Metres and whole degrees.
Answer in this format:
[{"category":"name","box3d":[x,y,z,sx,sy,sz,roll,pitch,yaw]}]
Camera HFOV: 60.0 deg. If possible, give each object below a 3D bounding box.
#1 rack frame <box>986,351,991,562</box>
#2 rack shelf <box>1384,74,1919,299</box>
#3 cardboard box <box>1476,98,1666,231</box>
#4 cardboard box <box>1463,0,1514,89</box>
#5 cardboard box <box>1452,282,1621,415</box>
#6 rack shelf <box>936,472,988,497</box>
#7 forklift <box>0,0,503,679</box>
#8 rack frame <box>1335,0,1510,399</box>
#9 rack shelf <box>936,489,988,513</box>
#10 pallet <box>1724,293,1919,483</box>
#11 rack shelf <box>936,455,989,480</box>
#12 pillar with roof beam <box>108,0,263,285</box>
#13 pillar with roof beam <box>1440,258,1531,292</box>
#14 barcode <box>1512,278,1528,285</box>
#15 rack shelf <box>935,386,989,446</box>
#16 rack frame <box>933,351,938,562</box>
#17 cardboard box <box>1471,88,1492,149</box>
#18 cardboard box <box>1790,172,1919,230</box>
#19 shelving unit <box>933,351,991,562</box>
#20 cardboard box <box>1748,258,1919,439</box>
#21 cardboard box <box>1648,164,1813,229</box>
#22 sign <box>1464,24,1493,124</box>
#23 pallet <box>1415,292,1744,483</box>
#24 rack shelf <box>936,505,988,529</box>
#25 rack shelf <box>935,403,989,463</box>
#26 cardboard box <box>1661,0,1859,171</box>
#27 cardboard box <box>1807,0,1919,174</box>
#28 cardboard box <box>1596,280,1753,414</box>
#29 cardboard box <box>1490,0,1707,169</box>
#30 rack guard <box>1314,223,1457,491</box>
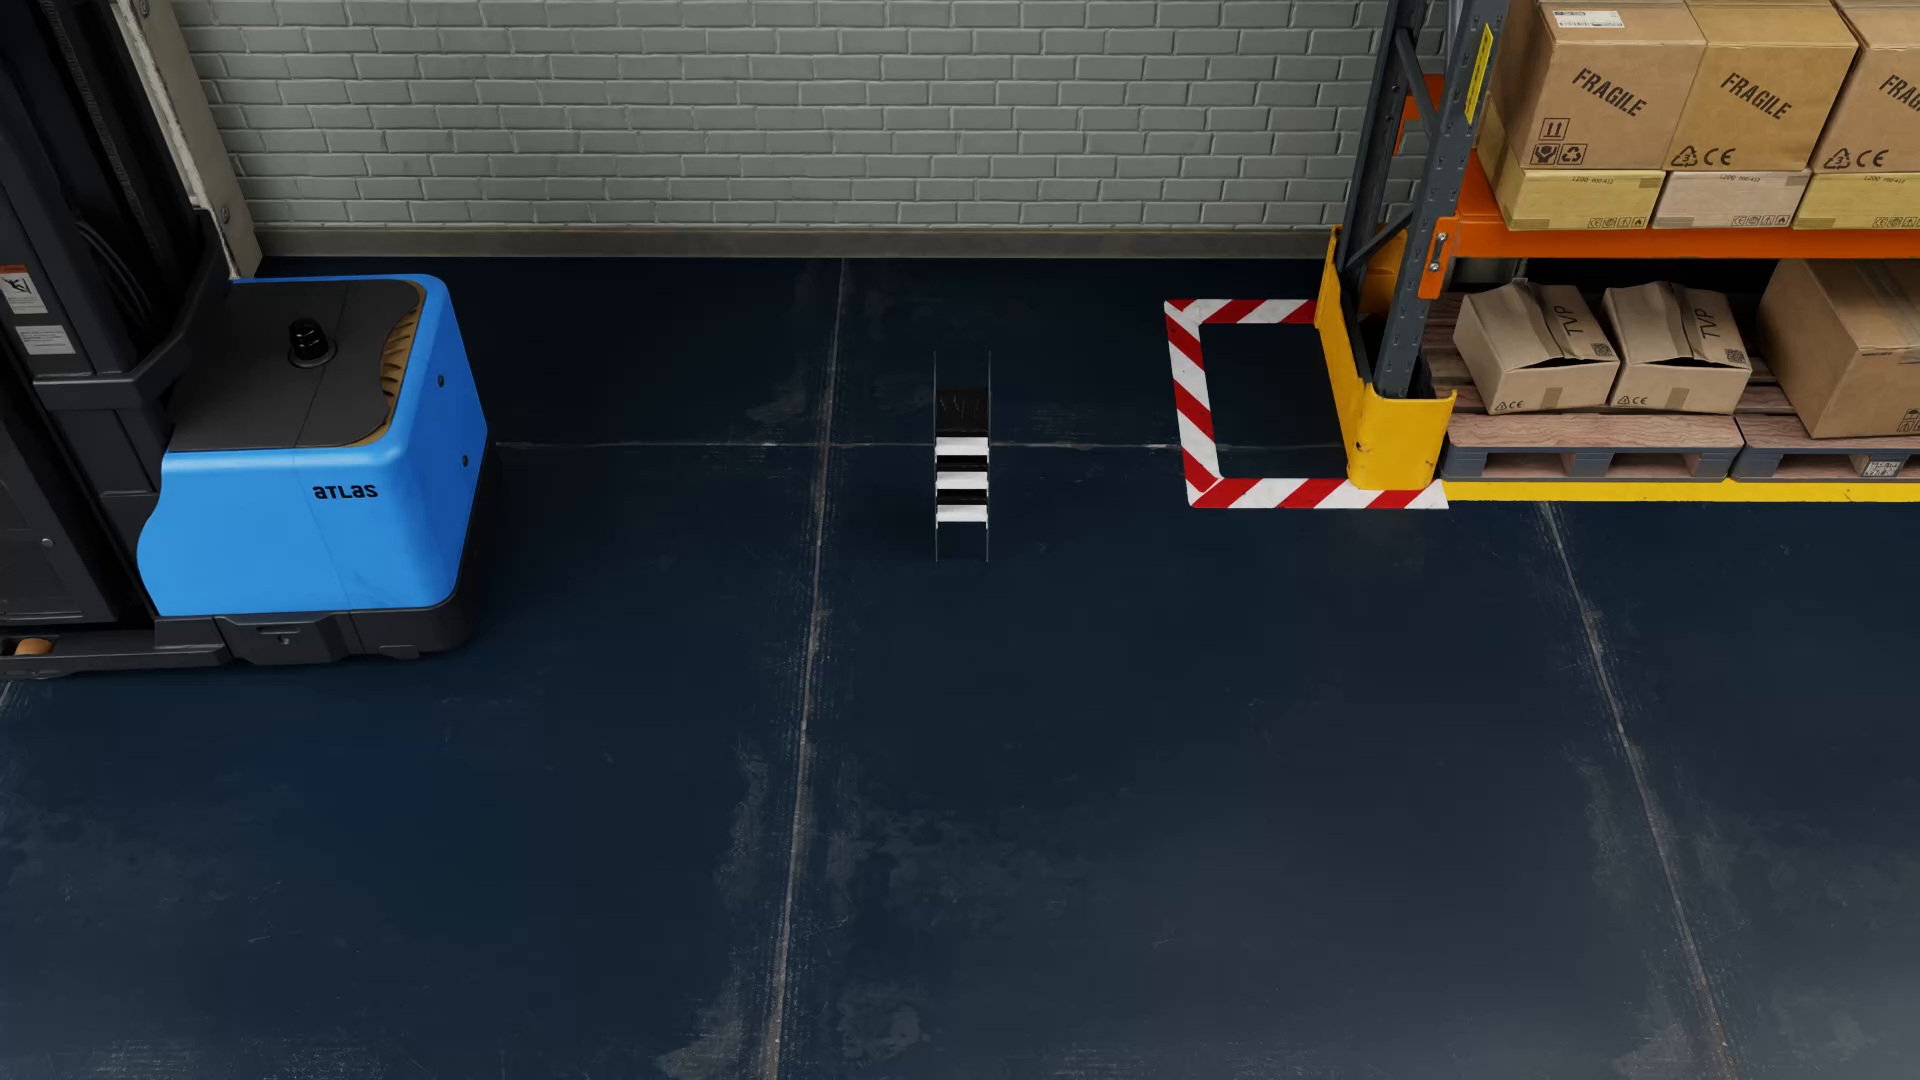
[{"category":"rack frame","box3d":[0.110,-0.306,6.420,0.006,0.900,0.240,0,47,0]},{"category":"rack shelf","box3d":[3.733,-1.408,6.503,4.000,0.370,1.077,0,47,0]},{"category":"cardboard box","box3d":[2.220,-1.380,6.074,0.500,0.250,0.500,-1,47,-1]},{"category":"cardboard box","box3d":[2.205,-2.024,6.161,0.500,0.500,0.500,0,47,0]},{"category":"cardboard box","box3d":[2.424,-0.824,7.004,0.500,0.311,0.500,-5,47,-4]},{"category":"rack shelf","box3d":[0.008,-0.284,6.445,0.200,0.077,0.258,0,47,0]},{"category":"forklift","box3d":[-3.392,-0.866,5.554,3.031,2.935,1.130,-2,47,-2]},{"category":"rack frame","box3d":[1.733,-1.658,6.244,0.127,3.000,1.000,0,47,0]},{"category":"rack shelf","box3d":[0.008,-0.223,6.511,0.200,0.077,0.258,0,47,0]},{"category":"pallet","box3d":[3.838,-0.675,7.234,1.213,0.211,1.003,0,47,0]},{"category":"rack shelf","box3d":[0.008,-0.345,6.379,0.200,0.077,0.258,0,47,0]},{"category":"pillar with roof beam","box3d":[-3.580,-1.199,1.718,0.400,9.000,9.100,0,47,0]},{"category":"pillar with roof beam","box3d":[2.420,-1.182,1.703,0.400,9.000,9.100,0,47,0]},{"category":"barcode","box3d":[2.444,-1.120,7.274,0.075,0.075,0.001,0,47,0]},{"category":"rack shelf","box3d":[0.008,-0.468,6.247,0.200,0.077,0.258,0,47,0]},{"category":"rack frame","box3d":[-0.094,-0.307,6.421,0.006,0.900,0.240,0,47,0]},{"category":"cardboard box","box3d":[2.201,-1.755,6.423,0.500,0.250,0.500,1,47,1]},{"category":"cardboard box","box3d":[3.248,-1.384,6.077,0.500,0.250,0.500,-1,47,0]},{"category":"shelving unit","box3d":[0.008,-0.307,6.421,0.210,0.900,0.258,0,47,0]},{"category":"cardboard box","box3d":[3.728,-0.849,6.898,0.500,0.500,0.700,-3,47,-2]},{"category":"cardboard box","box3d":[2.739,-1.389,6.083,0.500,0.250,0.500,-1,47,-1]},{"category":"sign","box3d":[1.731,-1.556,5.558,0.005,0.325,0.100,0,47,0]},{"category":"pallet","box3d":[2.621,-0.680,7.239,1.213,0.211,1.003,0,47,0]},{"category":"rack shelf","box3d":[0.008,-0.161,6.577,0.200,0.077,0.258,0,47,0]},{"category":"rack shelf","box3d":[0.008,-0.406,6.313,0.200,0.077,0.258,0,47,0]},{"category":"cardboard box","box3d":[2.703,-1.640,5.803,0.500,0.500,0.500,0,47,0]},{"category":"cardboard box","box3d":[3.220,-1.634,5.798,0.500,0.500,0.500,-1,47,-1]},{"category":"cardboard box","box3d":[2.994,-0.823,7.003,0.500,0.311,0.500,4,47,3]},{"category":"cardboard box","box3d":[2.209,-1.648,5.811,0.500,0.500,0.500,0,47,0]},{"category":"rack guard","box3d":[1.809,-0.806,7.159,0.348,0.500,1.175,0,47,0]}]
